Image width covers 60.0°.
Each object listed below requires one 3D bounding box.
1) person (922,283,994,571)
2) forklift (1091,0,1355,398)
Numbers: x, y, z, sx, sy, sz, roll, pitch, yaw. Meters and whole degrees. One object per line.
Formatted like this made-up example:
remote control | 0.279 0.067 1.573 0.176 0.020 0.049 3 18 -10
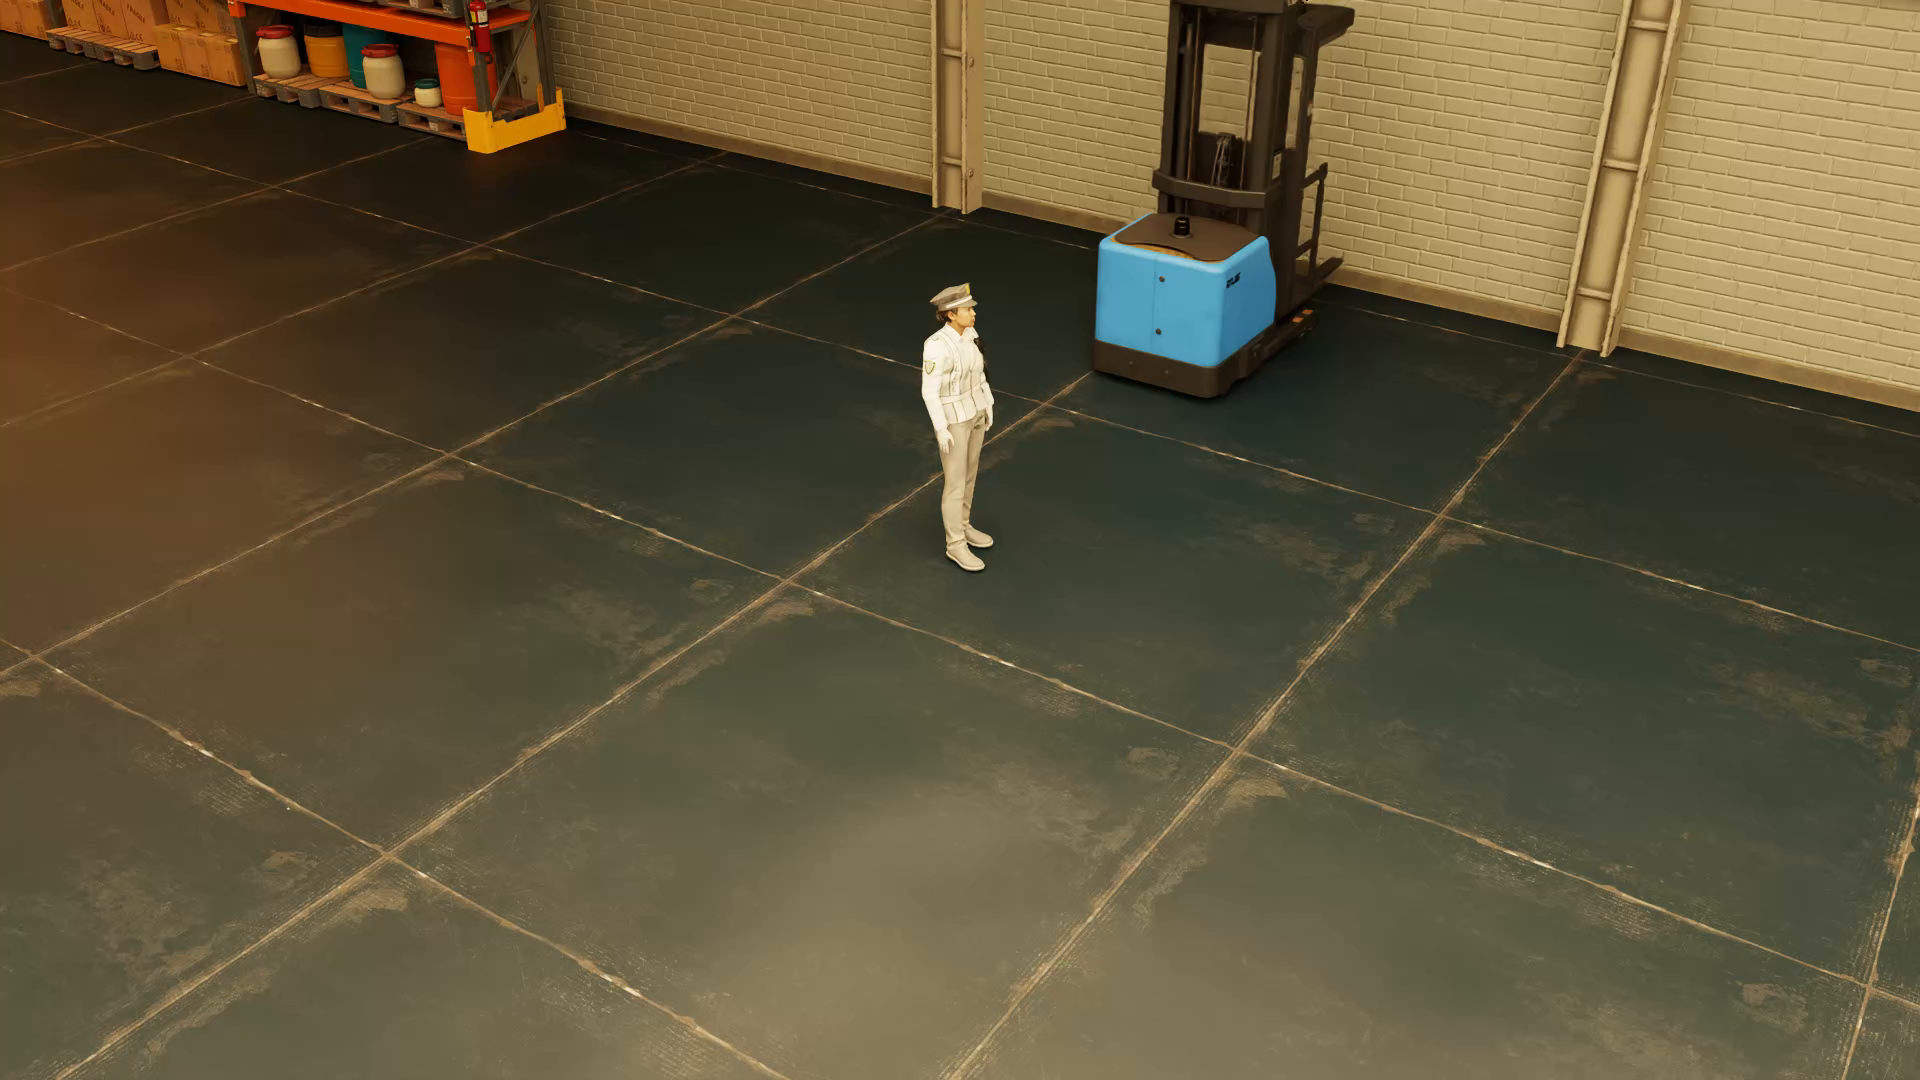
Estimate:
person | 0.052 -0.717 10.034 0.533 1.696 0.588 19 35 29
forklift | 2.232 -3.001 12.750 1.130 2.935 3.031 18 35 29
